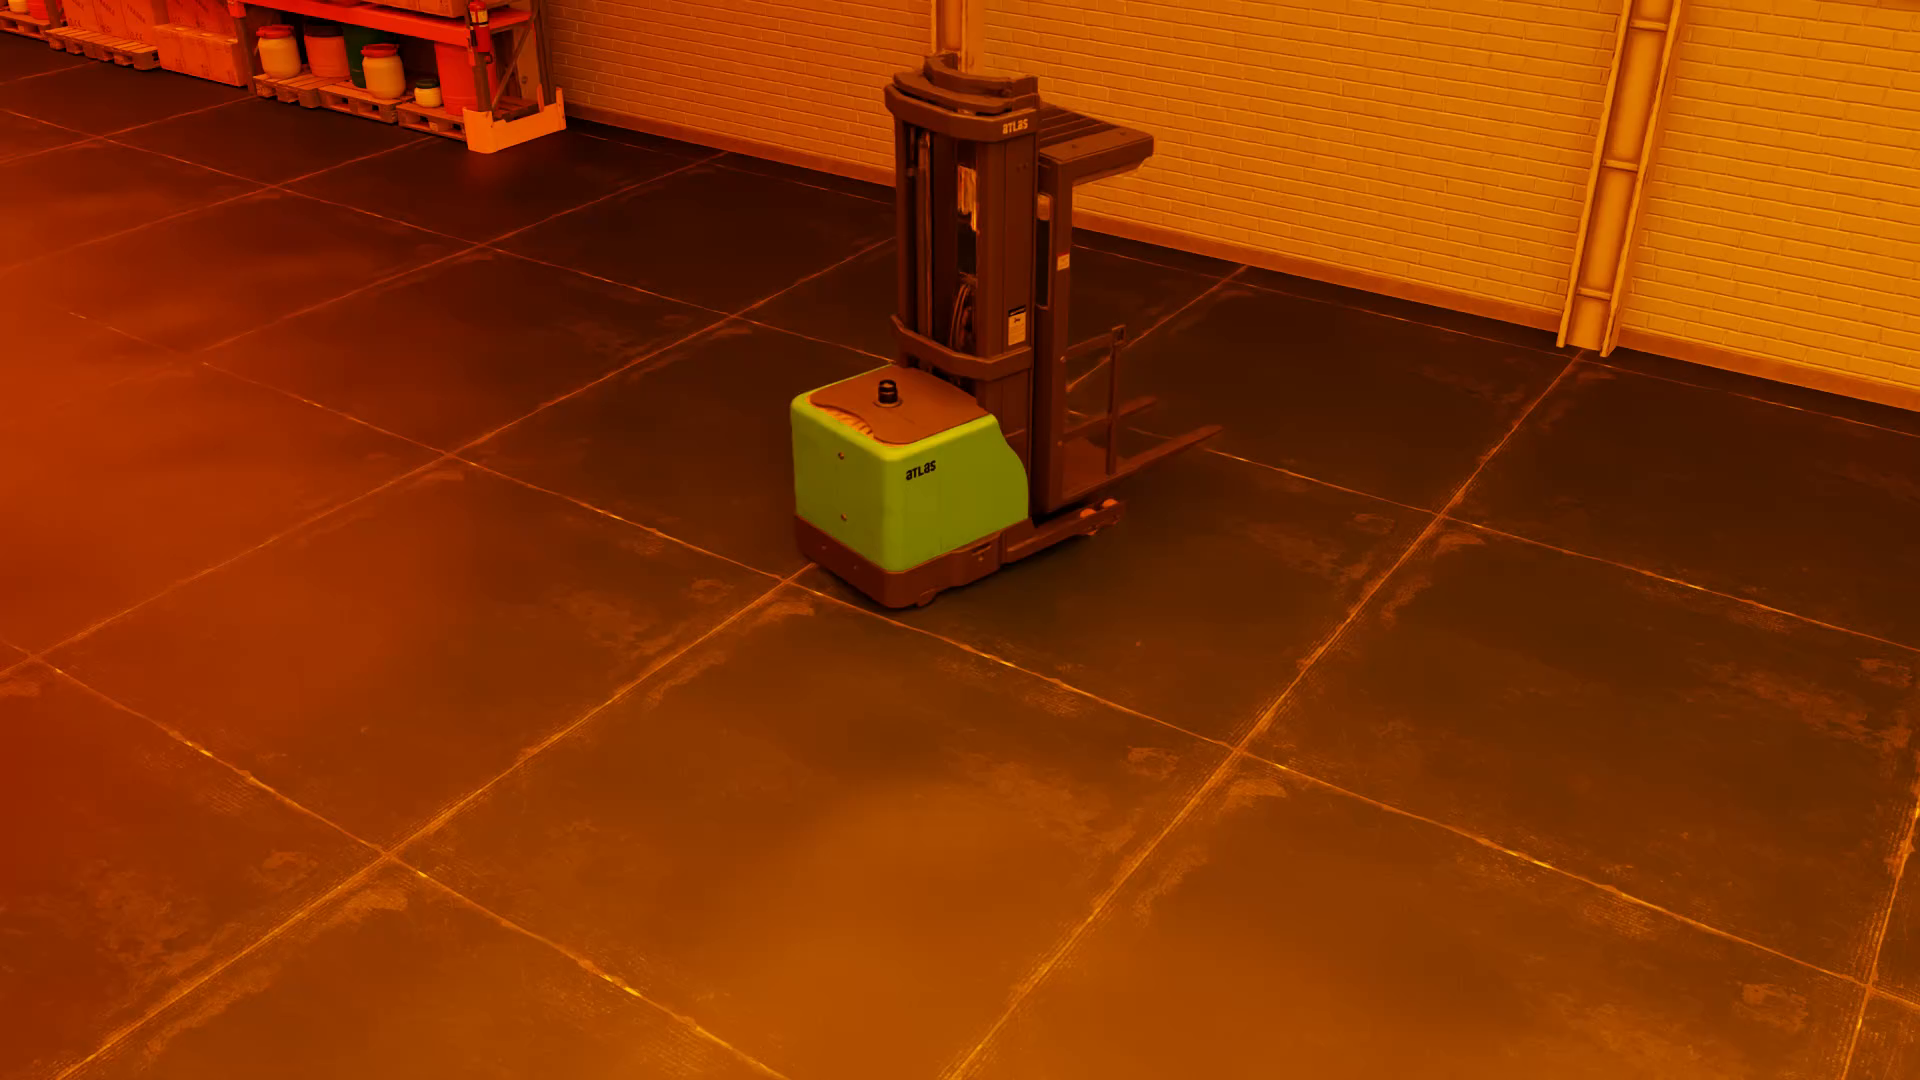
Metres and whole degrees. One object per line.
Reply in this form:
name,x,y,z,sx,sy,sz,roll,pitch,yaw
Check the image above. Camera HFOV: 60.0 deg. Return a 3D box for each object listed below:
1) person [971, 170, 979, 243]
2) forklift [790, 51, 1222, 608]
person,0.281,-2.424,12.896,0.385,1.789,0.542,-2,30,-4
forklift,0.428,-1.478,10.127,3.031,2.935,1.130,-23,37,-34
